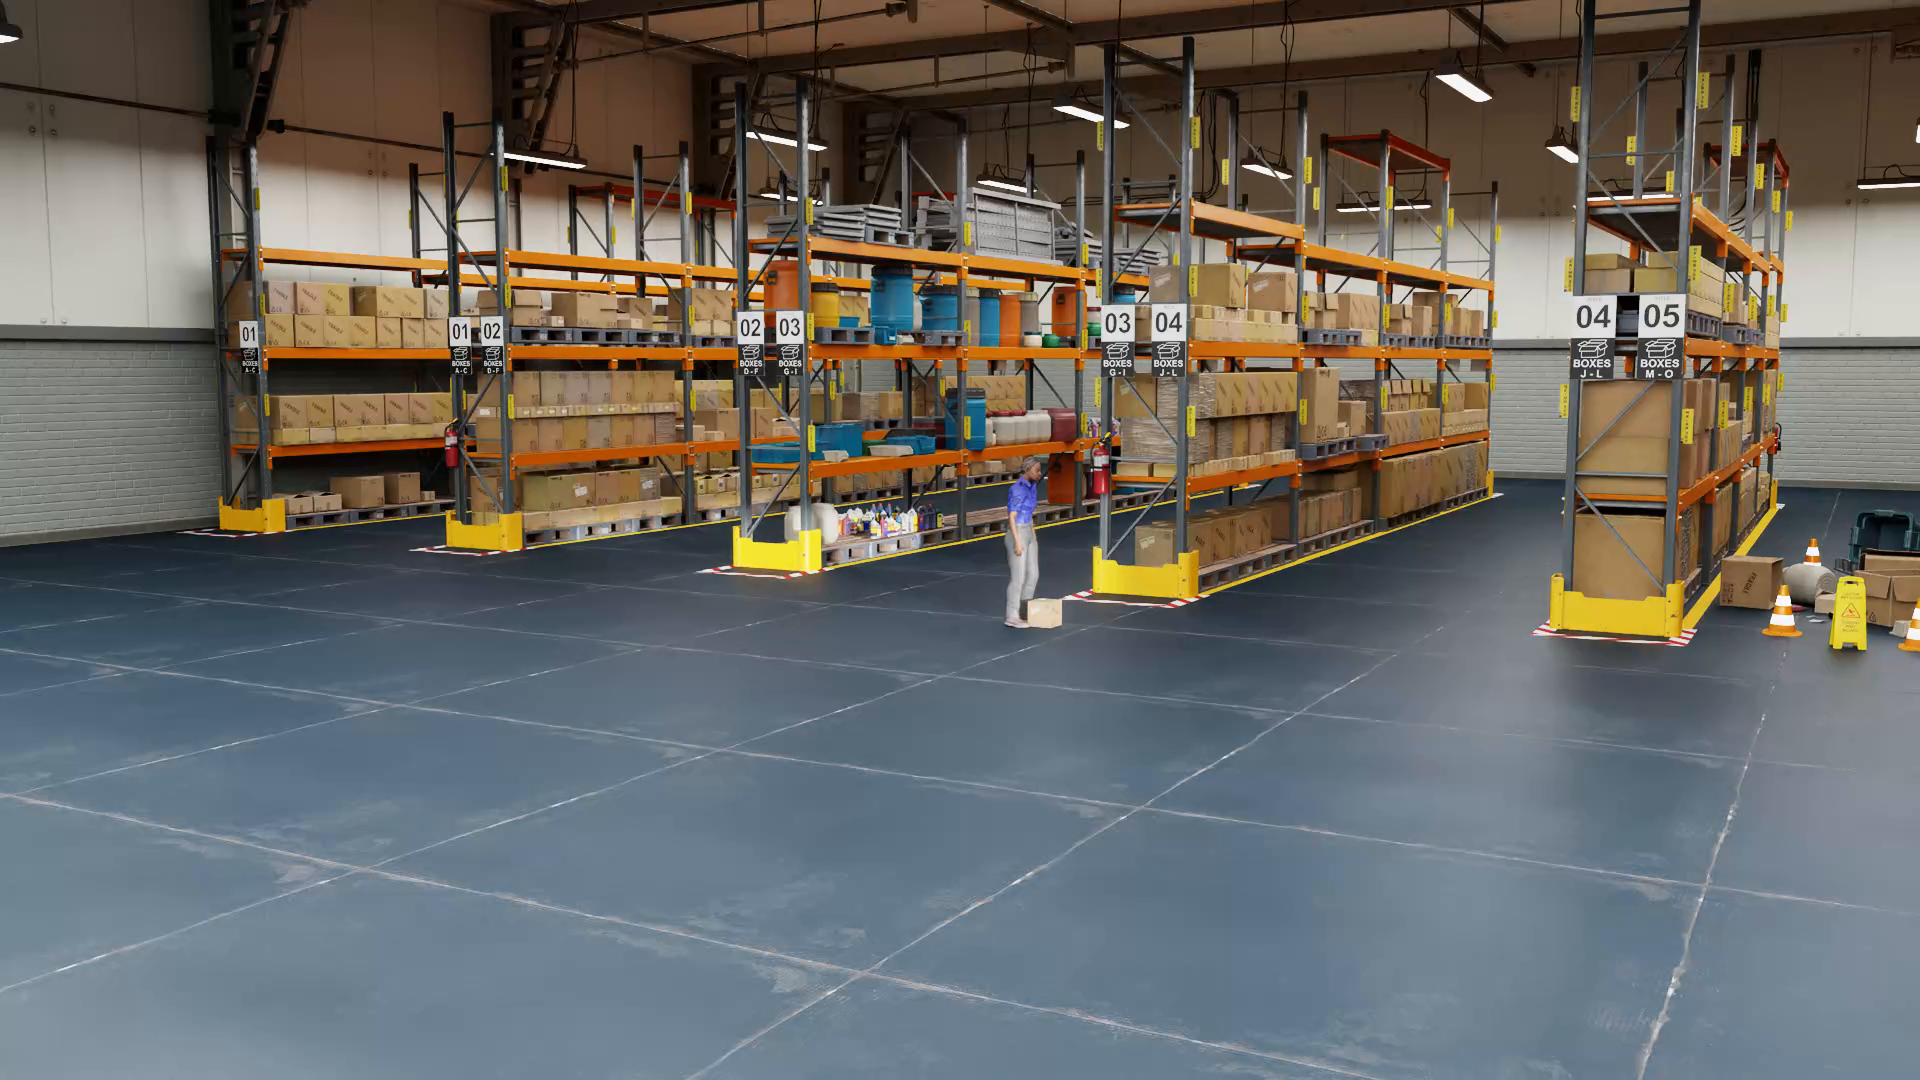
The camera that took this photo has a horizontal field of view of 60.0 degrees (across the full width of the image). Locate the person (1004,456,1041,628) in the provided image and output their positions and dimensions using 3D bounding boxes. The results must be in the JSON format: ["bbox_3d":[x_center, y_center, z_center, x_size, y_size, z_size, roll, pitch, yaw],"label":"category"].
[{"bbox_3d":[0.625,0.015,16.321,0.348,1.641,0.532,3,7,25],"label":"person"}]
